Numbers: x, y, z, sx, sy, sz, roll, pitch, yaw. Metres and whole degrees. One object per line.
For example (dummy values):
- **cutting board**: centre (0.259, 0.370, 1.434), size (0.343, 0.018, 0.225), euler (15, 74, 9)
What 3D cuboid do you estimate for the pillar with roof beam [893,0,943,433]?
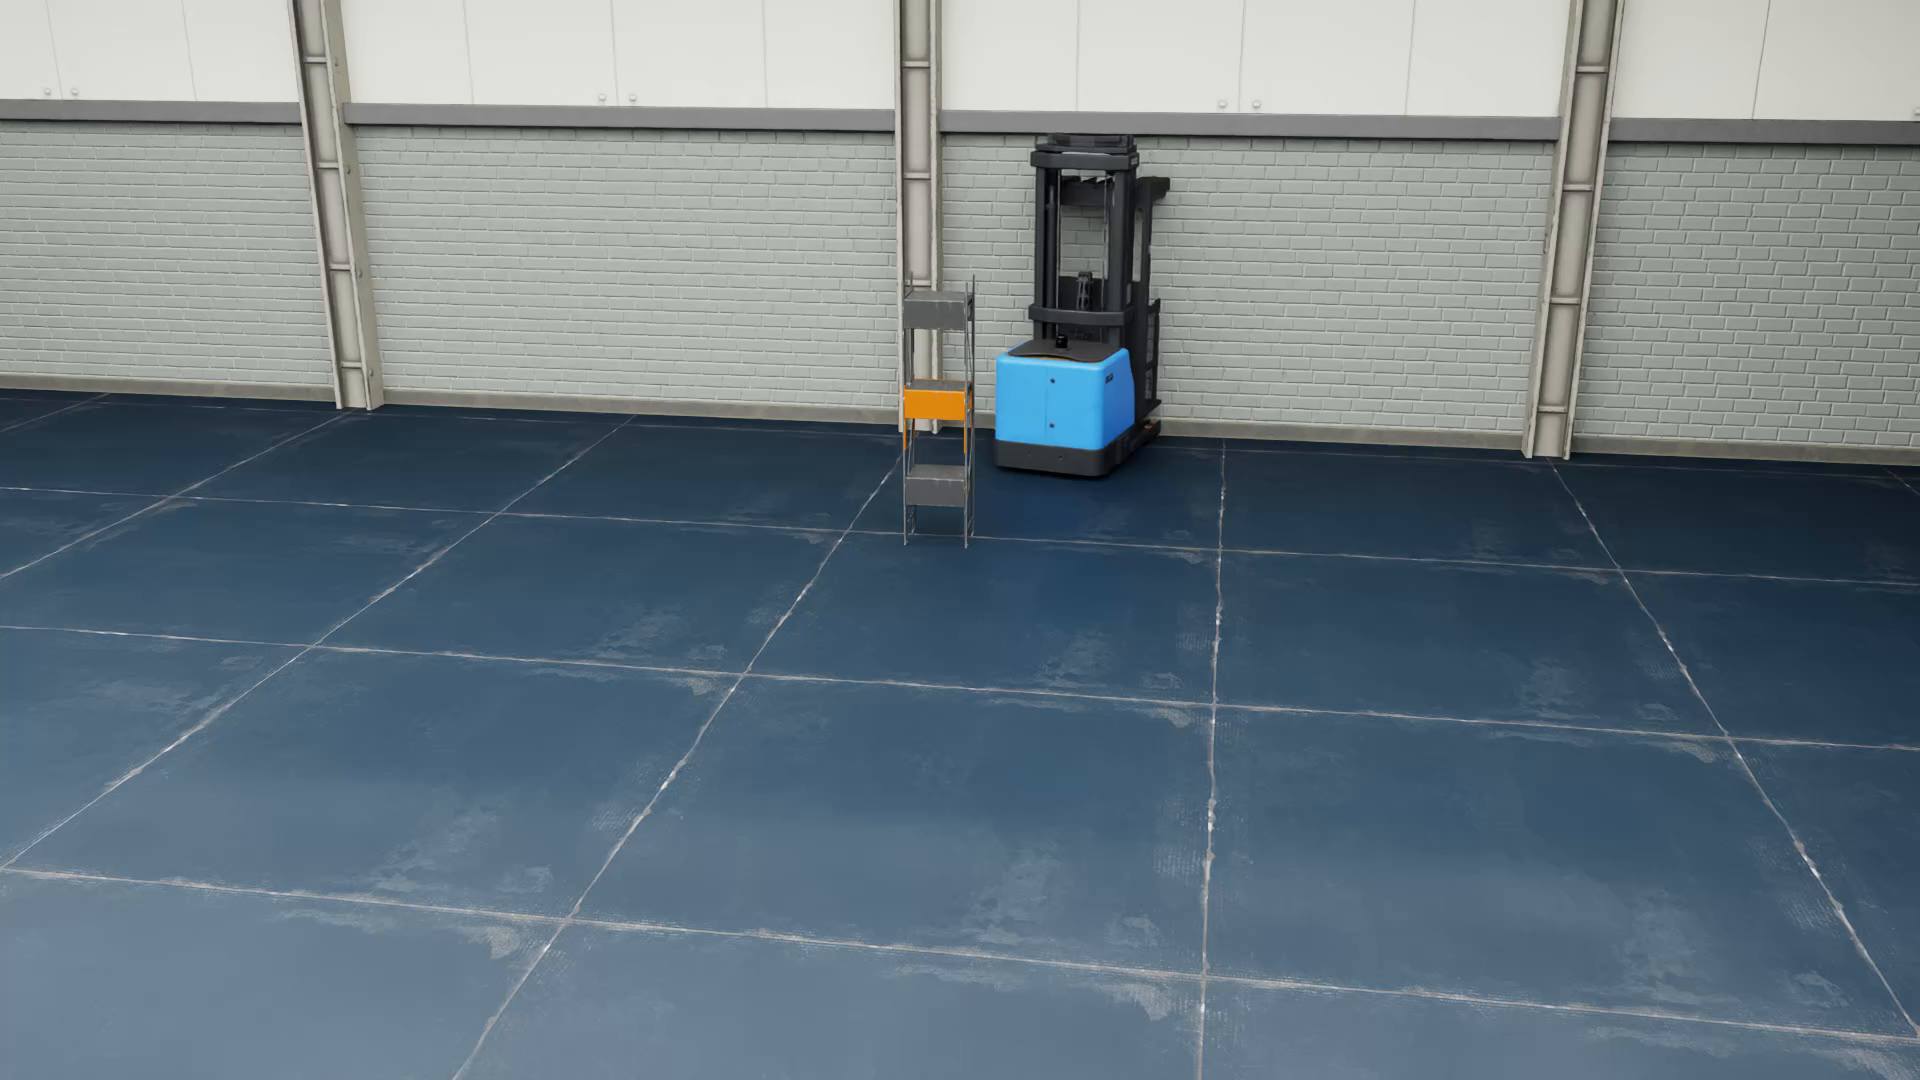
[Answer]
- **pillar with roof beam**: centre (-1.073, -4.033, 11.173), size (0.400, 9.000, 9.100), euler (3, 19, 9)

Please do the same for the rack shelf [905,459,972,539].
- **rack shelf**: centre (-0.163, -0.327, 13.221), size (0.480, 0.518, 0.431), euler (3, 19, 9)

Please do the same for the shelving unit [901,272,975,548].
- **shelving unit**: centre (-0.163, -1.004, 12.995), size (0.503, 2.100, 0.431), euler (3, 19, 9)

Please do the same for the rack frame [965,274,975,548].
- **rack frame**: centre (0.077, -0.992, 12.958), size (0.015, 2.100, 0.400), euler (3, 19, 9)

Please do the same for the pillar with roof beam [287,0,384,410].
- **pillar with roof beam**: centre (-6.997, -4.334, 12.076), size (0.400, 9.000, 9.100), euler (3, 19, 9)

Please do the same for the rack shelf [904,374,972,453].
- **rack shelf**: centre (-0.163, -0.991, 12.999), size (0.480, 0.518, 0.431), euler (3, 19, 9)

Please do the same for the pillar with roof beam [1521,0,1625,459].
- **pillar with roof beam**: centre (4.851, -3.731, 10.271), size (0.400, 9.000, 9.100), euler (3, 19, 9)

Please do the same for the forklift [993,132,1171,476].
- **forklift**: centre (1.333, -2.384, 15.810), size (1.130, 2.935, 3.031), euler (7, 20, 21)

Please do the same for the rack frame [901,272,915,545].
- **rack frame**: centre (-0.404, -1.016, 13.032), size (0.015, 2.100, 0.400), euler (3, 19, 9)

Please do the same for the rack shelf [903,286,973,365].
- **rack shelf**: centre (-0.163, -1.655, 12.777), size (0.480, 0.518, 0.431), euler (3, 19, 9)
